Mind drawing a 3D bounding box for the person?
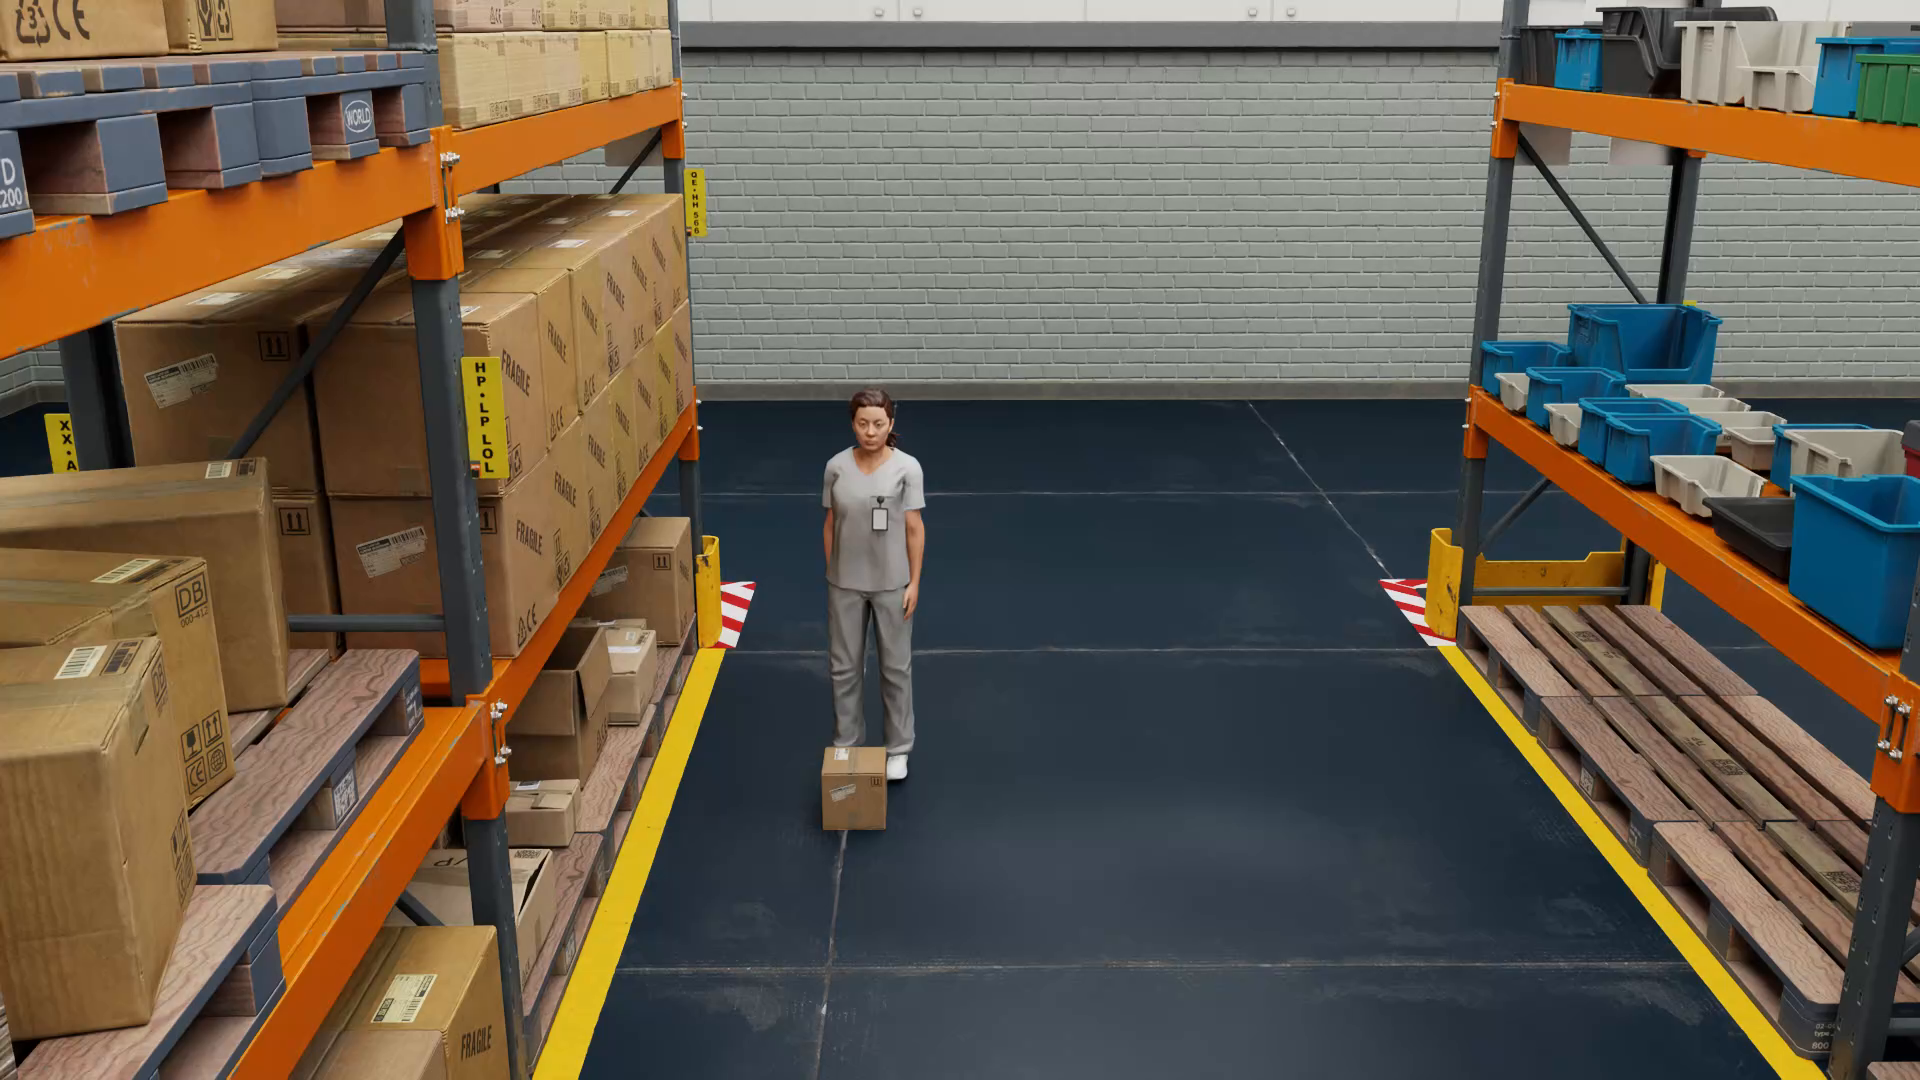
[{"bbox_3d":[-0.361,0.182,6.973,0.437,1.670,0.361,2,17,8],"label":"person"}]
